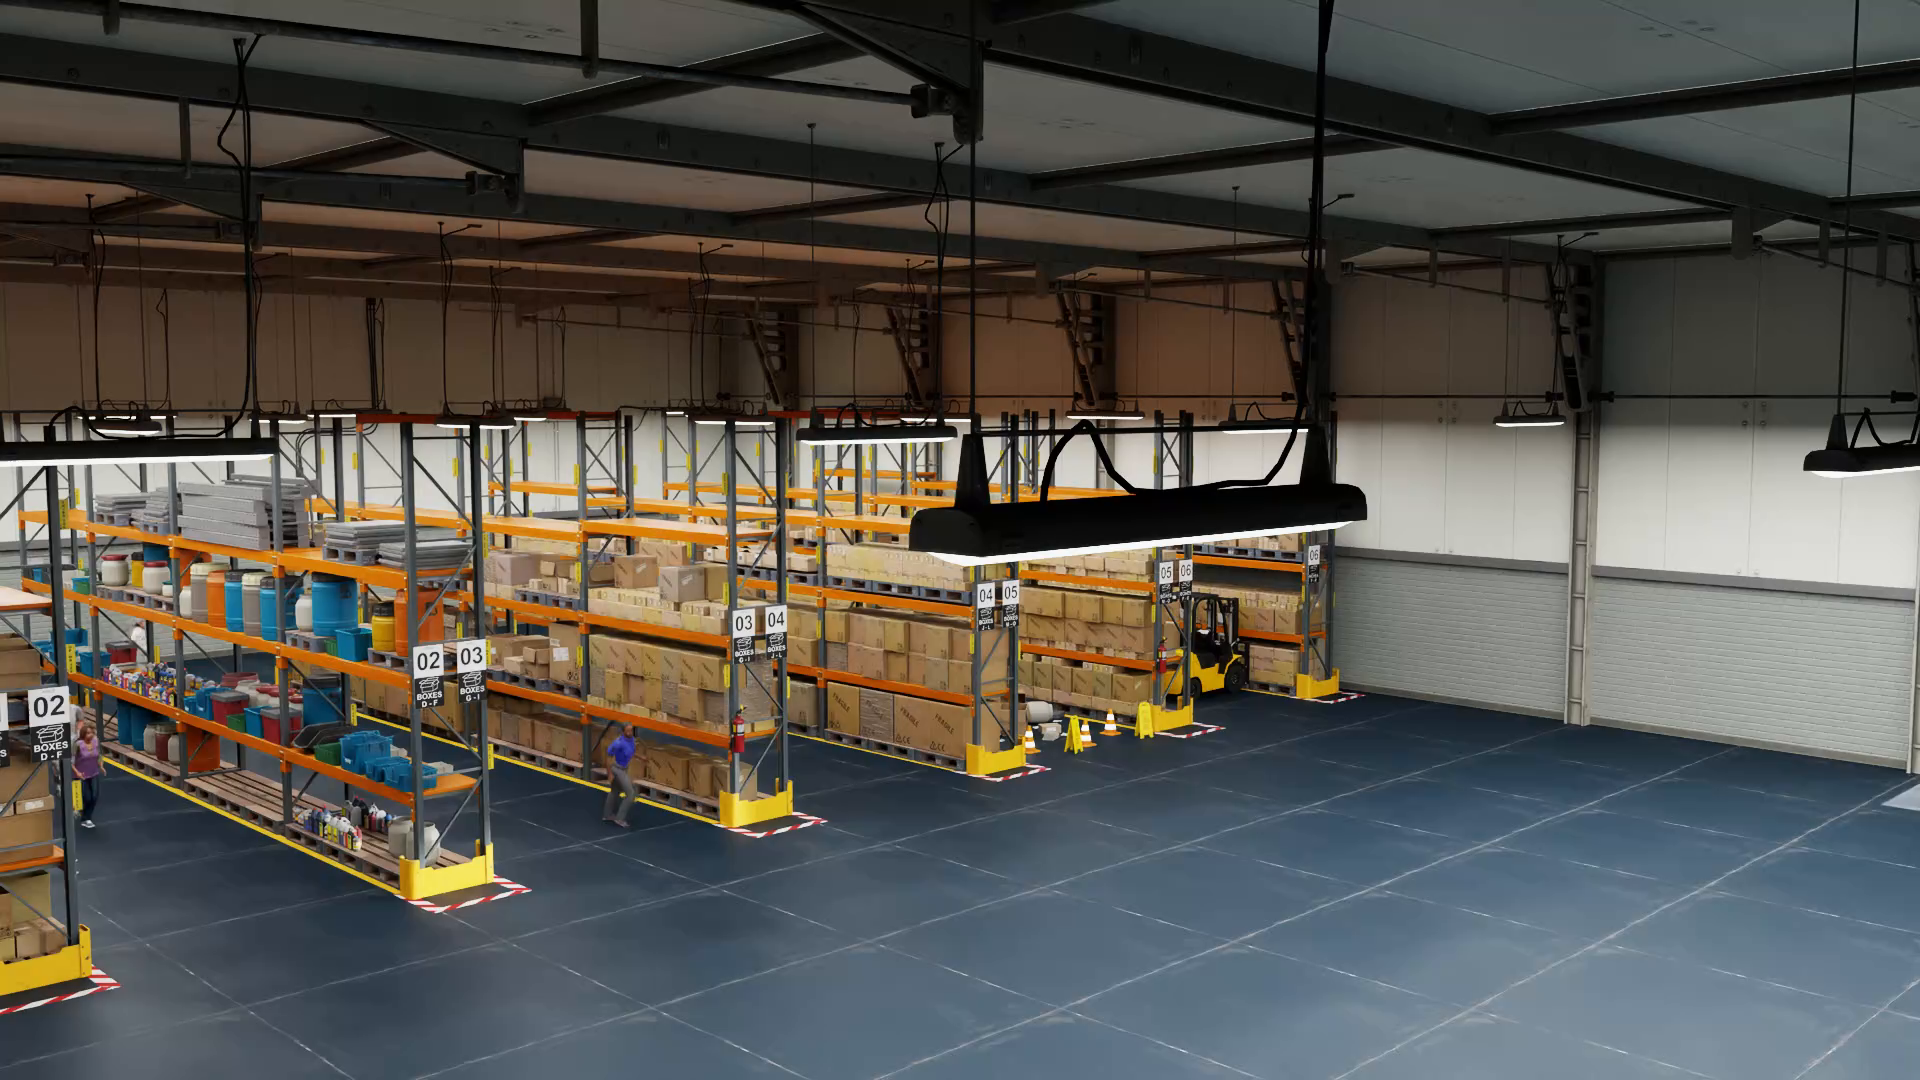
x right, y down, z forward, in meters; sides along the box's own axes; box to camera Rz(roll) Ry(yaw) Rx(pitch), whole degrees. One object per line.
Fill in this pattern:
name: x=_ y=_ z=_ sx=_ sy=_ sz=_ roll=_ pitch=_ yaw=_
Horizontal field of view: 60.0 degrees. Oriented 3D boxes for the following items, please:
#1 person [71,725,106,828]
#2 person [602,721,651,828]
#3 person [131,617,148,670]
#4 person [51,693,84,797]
person: x=-12.848 y=3.459 z=24.389 sx=0.581 sy=1.526 sz=0.539 roll=3 pitch=6 yaw=34
person: x=-4.941 y=3.449 z=24.527 sx=0.797 sy=1.628 sz=0.601 roll=0 pitch=5 yaw=3
person: x=-17.479 y=2.443 z=35.547 sx=0.520 sy=1.599 sz=0.664 roll=-1 pitch=5 yaw=-11
person: x=-14.188 y=3.197 z=26.277 sx=0.648 sy=1.707 sz=0.708 roll=-5 pitch=7 yaw=-44
